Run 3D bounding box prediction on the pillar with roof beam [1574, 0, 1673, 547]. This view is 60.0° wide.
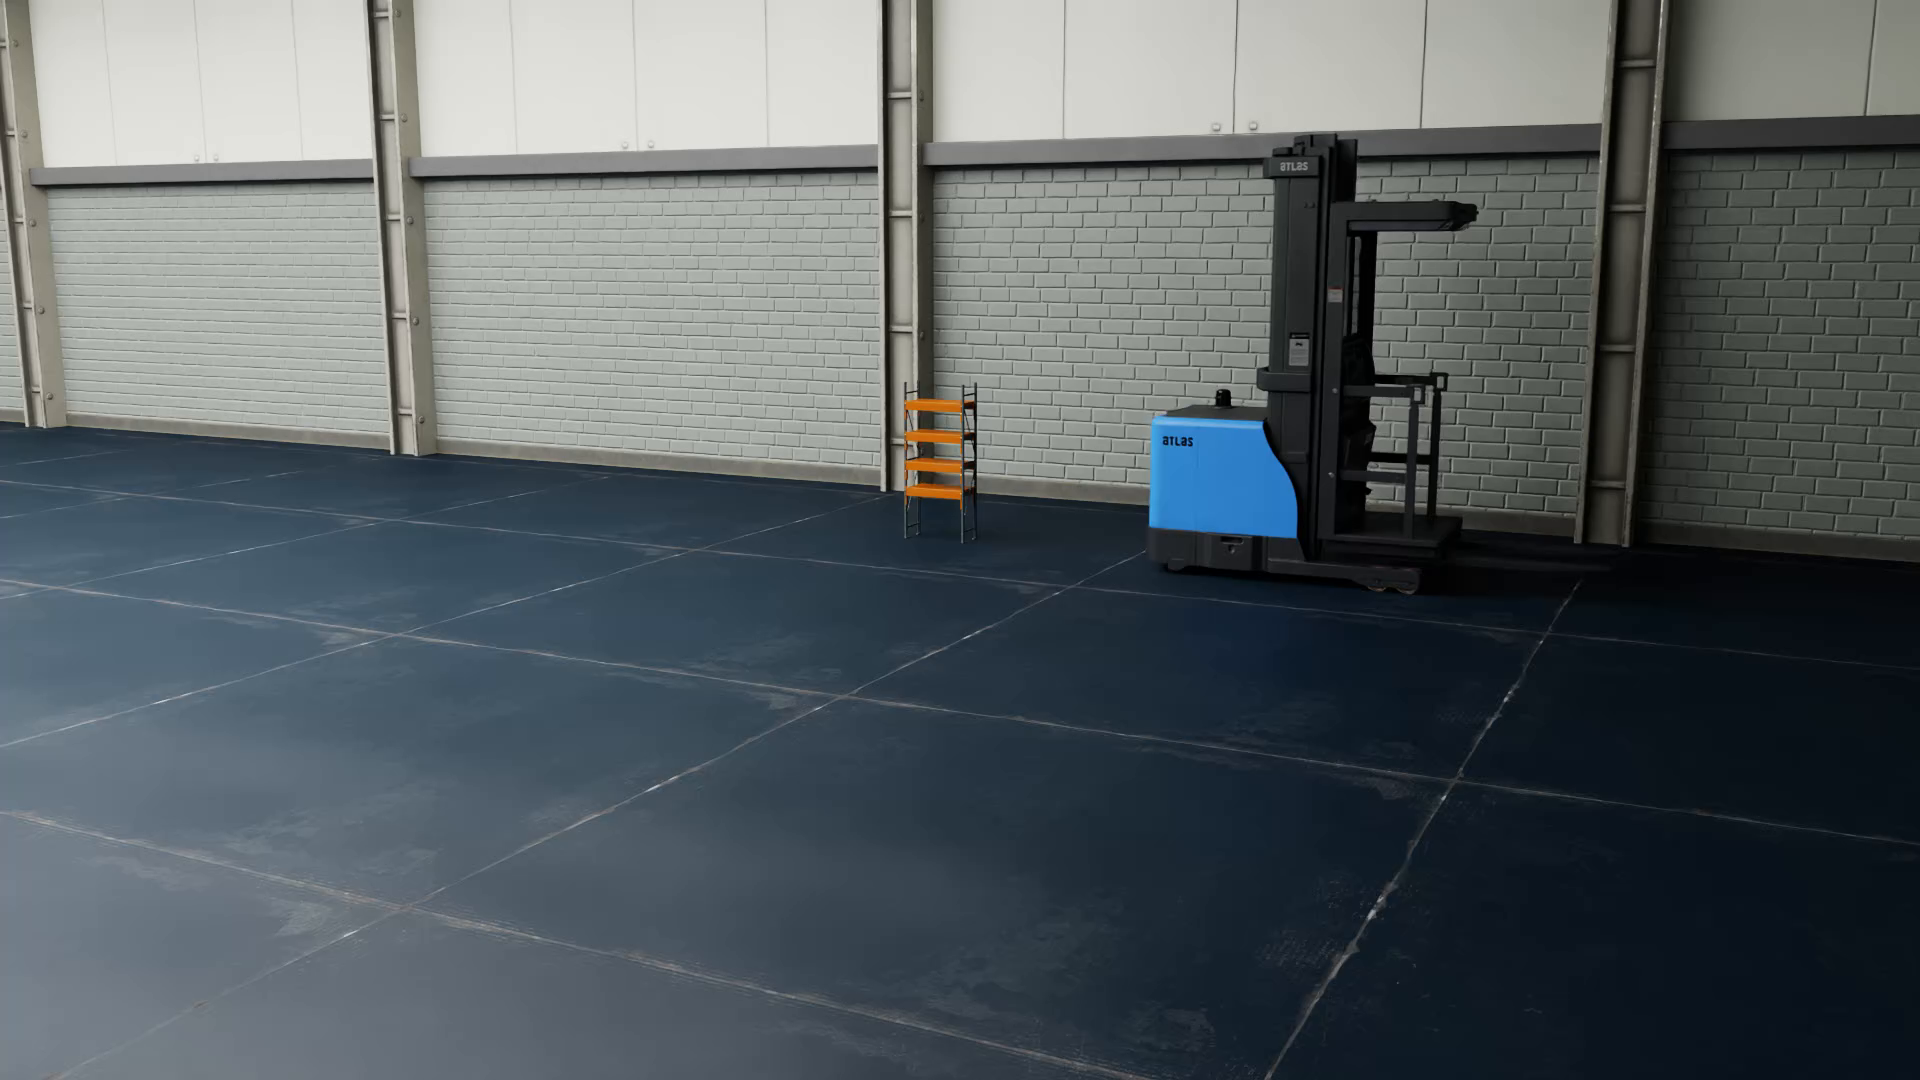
[{"bbox_3d":[2.993,-3.726,8.049,0.400,9.000,9.100,5,11,26],"label":"pillar with roof beam"}]

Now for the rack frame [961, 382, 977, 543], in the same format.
[{"bbox_3d":[0.070,-0.584,12.589,0.015,1.200,0.240,5,11,26],"label":"rack frame"}]

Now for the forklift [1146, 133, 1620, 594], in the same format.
[{"bbox_3d":[2.858,-1.197,11.116,3.031,2.935,1.130,5,11,24],"label":"forklift"}]

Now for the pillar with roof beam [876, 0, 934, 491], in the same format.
[{"bbox_3d":[-2.387,-4.199,10.661,0.400,9.000,9.100,5,11,26],"label":"pillar with roof beam"}]

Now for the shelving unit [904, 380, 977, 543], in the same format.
[{"bbox_3d":[-0.148,-0.603,12.695,0.503,1.200,0.258,5,11,26],"label":"shelving unit"}]

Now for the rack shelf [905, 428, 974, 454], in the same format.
[{"bbox_3d":[-0.148,-0.757,12.668,0.480,0.148,0.258,5,11,26],"label":"rack shelf"}]

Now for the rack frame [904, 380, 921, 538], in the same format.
[{"bbox_3d":[-0.367,-0.623,12.802,0.015,1.200,0.240,5,11,26],"label":"rack frame"}]

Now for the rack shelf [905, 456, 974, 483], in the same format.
[{"bbox_3d":[-0.148,-0.537,12.707,0.480,0.148,0.258,5,11,26],"label":"rack shelf"}]

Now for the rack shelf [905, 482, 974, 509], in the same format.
[{"bbox_3d":[-0.148,-0.342,12.743,0.480,0.148,0.258,5,11,26],"label":"rack shelf"}]

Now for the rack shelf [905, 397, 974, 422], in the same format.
[{"bbox_3d":[-0.148,-0.990,12.625,0.480,0.148,0.258,5,11,26],"label":"rack shelf"}]

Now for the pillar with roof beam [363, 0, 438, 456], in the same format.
[{"bbox_3d":[-7.768,-4.671,13.274,0.400,9.000,9.100,5,11,26],"label":"pillar with roof beam"}]

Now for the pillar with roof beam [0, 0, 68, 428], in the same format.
[{"bbox_3d":[-13.149,-5.144,15.886,0.400,9.000,9.100,5,11,26],"label":"pillar with roof beam"}]
